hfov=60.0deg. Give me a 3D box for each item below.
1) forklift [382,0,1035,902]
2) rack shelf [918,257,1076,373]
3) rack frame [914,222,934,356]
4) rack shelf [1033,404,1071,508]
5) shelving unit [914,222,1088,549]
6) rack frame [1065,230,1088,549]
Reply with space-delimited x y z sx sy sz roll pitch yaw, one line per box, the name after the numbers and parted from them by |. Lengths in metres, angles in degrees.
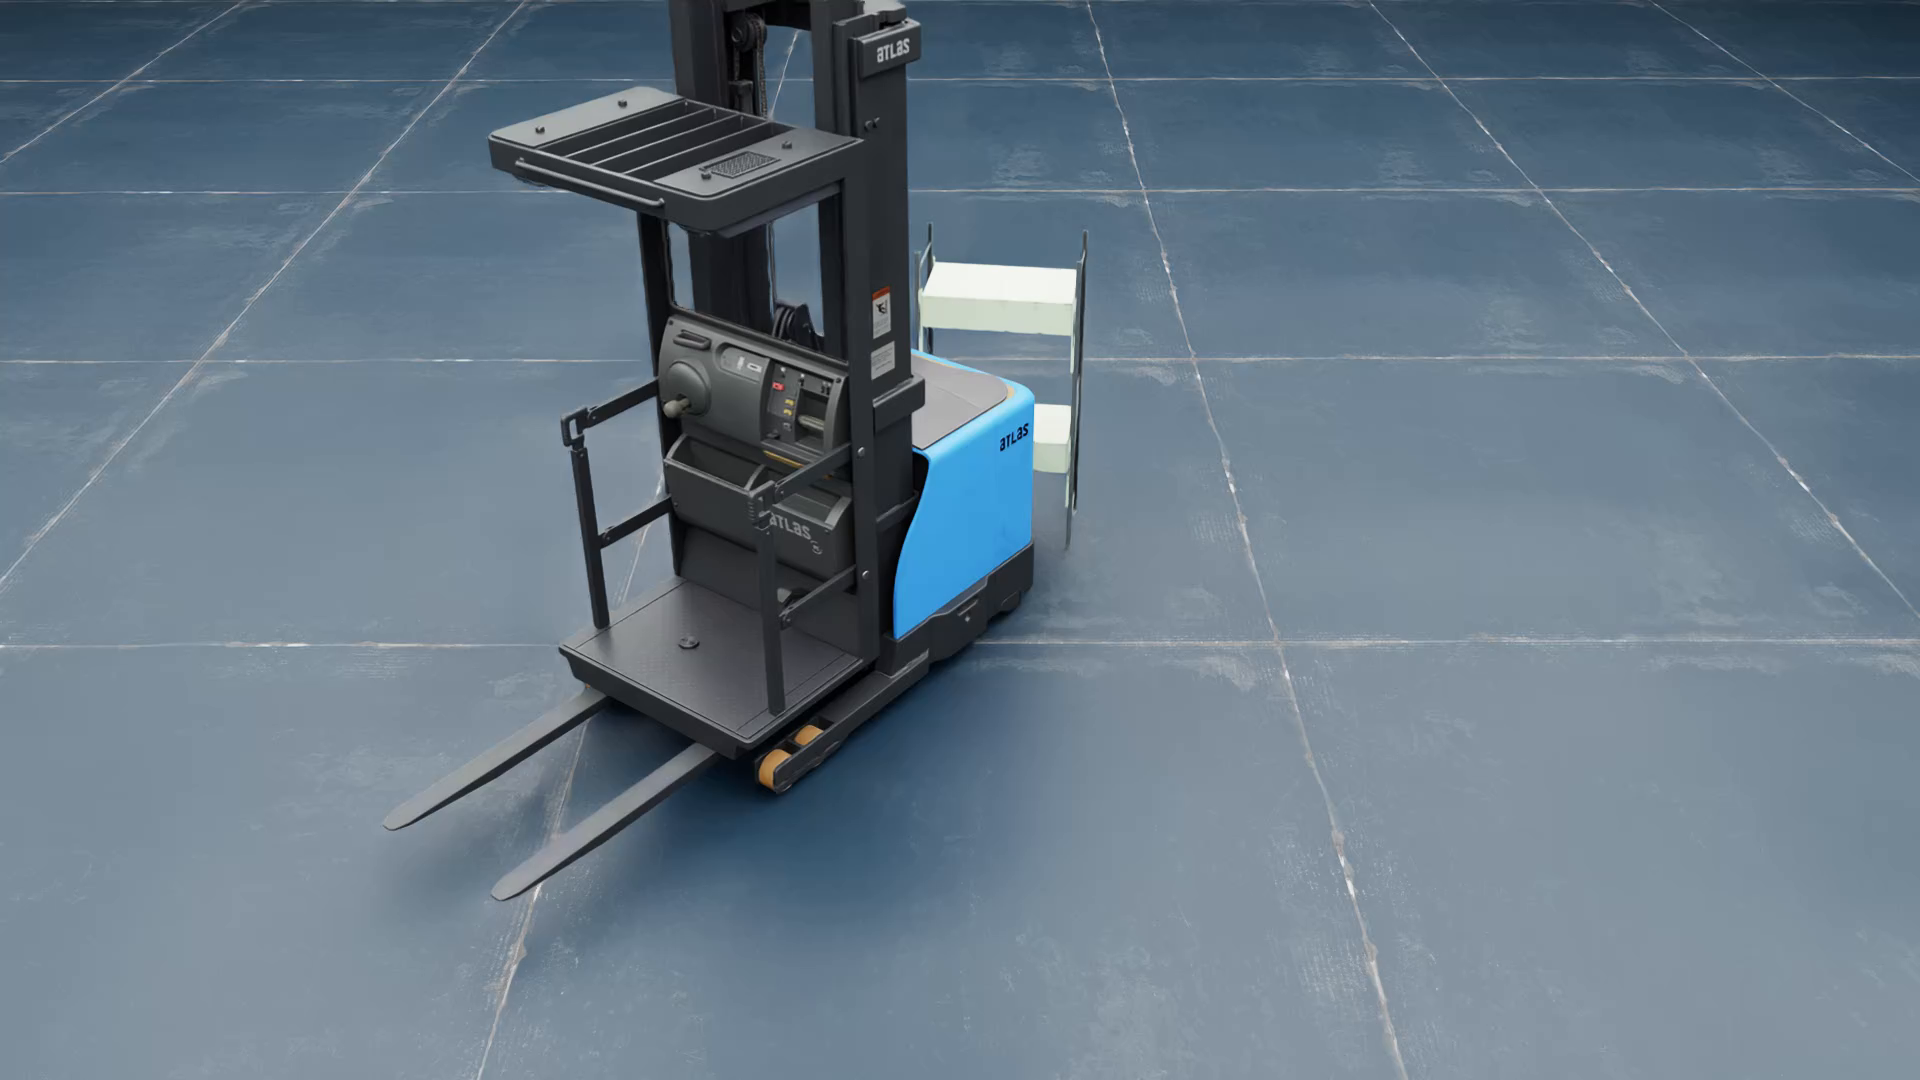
-0.945 -0.542 6.318 1.130 2.935 3.031 21 37 31 | forklift
0.195 -1.059 7.797 0.720 0.370 0.431 4 31 7 | rack shelf
-0.167 -0.752 8.043 0.023 1.500 0.400 4 31 7 | rack frame
0.195 -0.447 8.169 0.720 0.370 0.431 4 31 7 | rack shelf
0.195 -0.725 8.000 0.755 1.500 0.431 4 31 7 | shelving unit
0.558 -0.699 7.956 0.023 1.500 0.400 4 31 7 | rack frame
